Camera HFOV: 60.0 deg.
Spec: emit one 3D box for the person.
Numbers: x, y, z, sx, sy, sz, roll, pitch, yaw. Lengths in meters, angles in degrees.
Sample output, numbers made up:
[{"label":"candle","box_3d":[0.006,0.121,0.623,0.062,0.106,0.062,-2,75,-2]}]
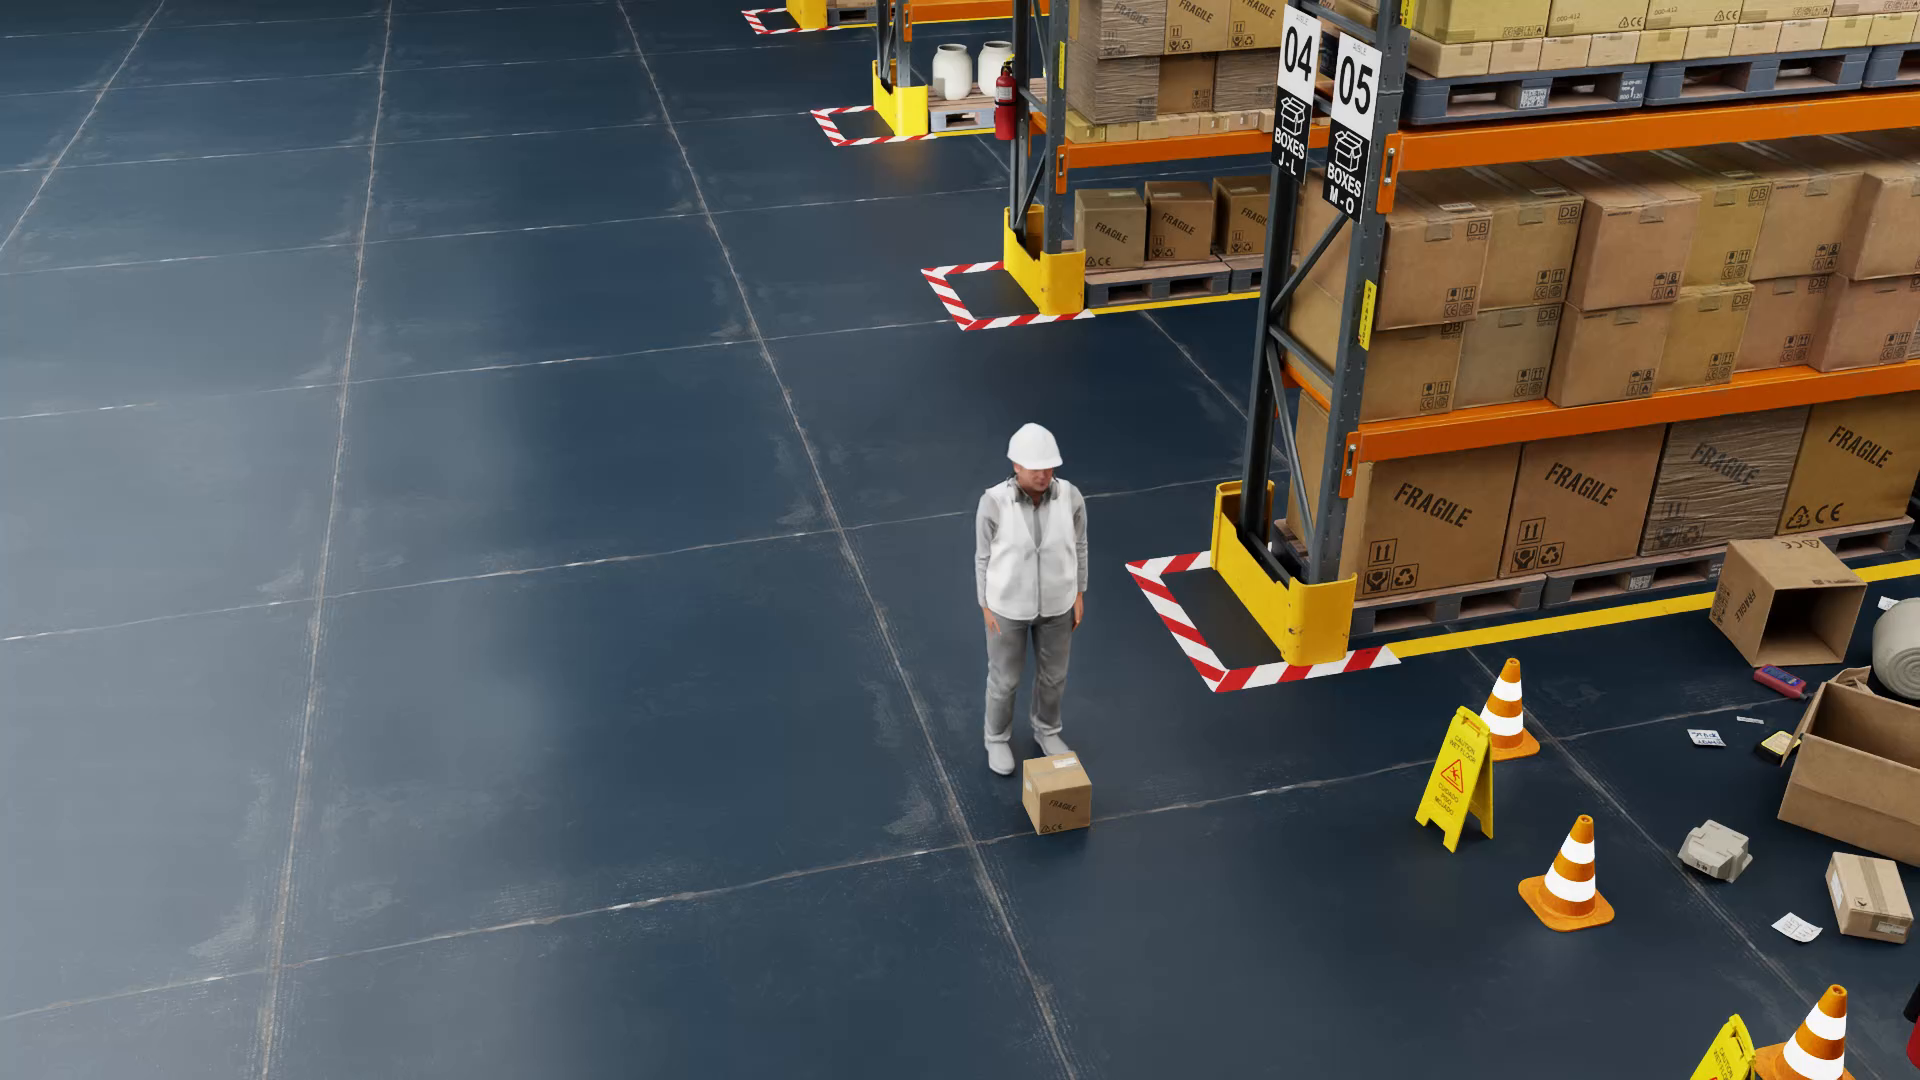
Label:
[{"label":"person","box_3d":[0.337,0.284,7.732,0.533,1.774,0.359,-7,31,-12]}]
